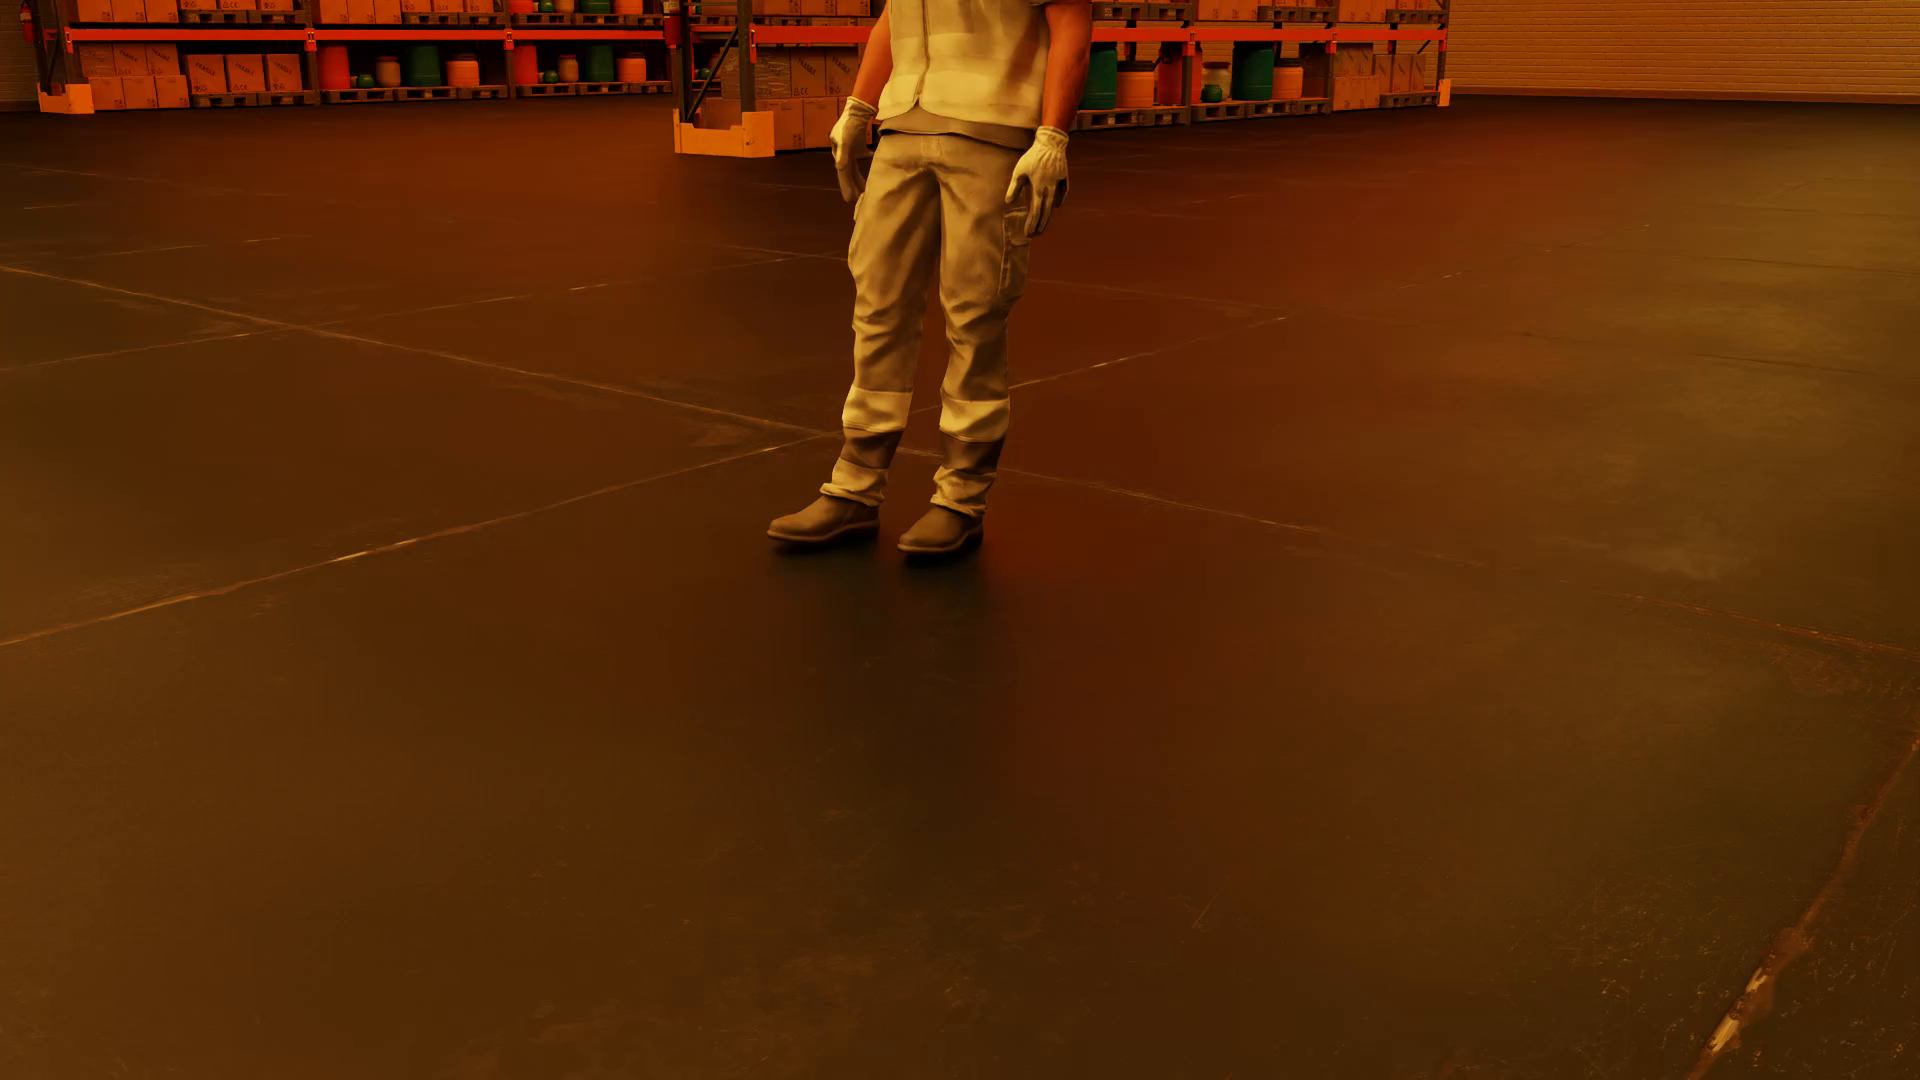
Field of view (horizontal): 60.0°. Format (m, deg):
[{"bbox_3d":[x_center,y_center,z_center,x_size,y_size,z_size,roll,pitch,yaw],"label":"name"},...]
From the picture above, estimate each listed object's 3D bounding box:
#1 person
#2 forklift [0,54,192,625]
[{"bbox_3d":[-0.021,-0.843,3.654,0.612,1.783,0.431,13,21,36],"label":"person"},{"bbox_3d":[-3.310,-1.257,3.036,3.031,2.935,1.130,-3,17,-9],"label":"forklift"}]
